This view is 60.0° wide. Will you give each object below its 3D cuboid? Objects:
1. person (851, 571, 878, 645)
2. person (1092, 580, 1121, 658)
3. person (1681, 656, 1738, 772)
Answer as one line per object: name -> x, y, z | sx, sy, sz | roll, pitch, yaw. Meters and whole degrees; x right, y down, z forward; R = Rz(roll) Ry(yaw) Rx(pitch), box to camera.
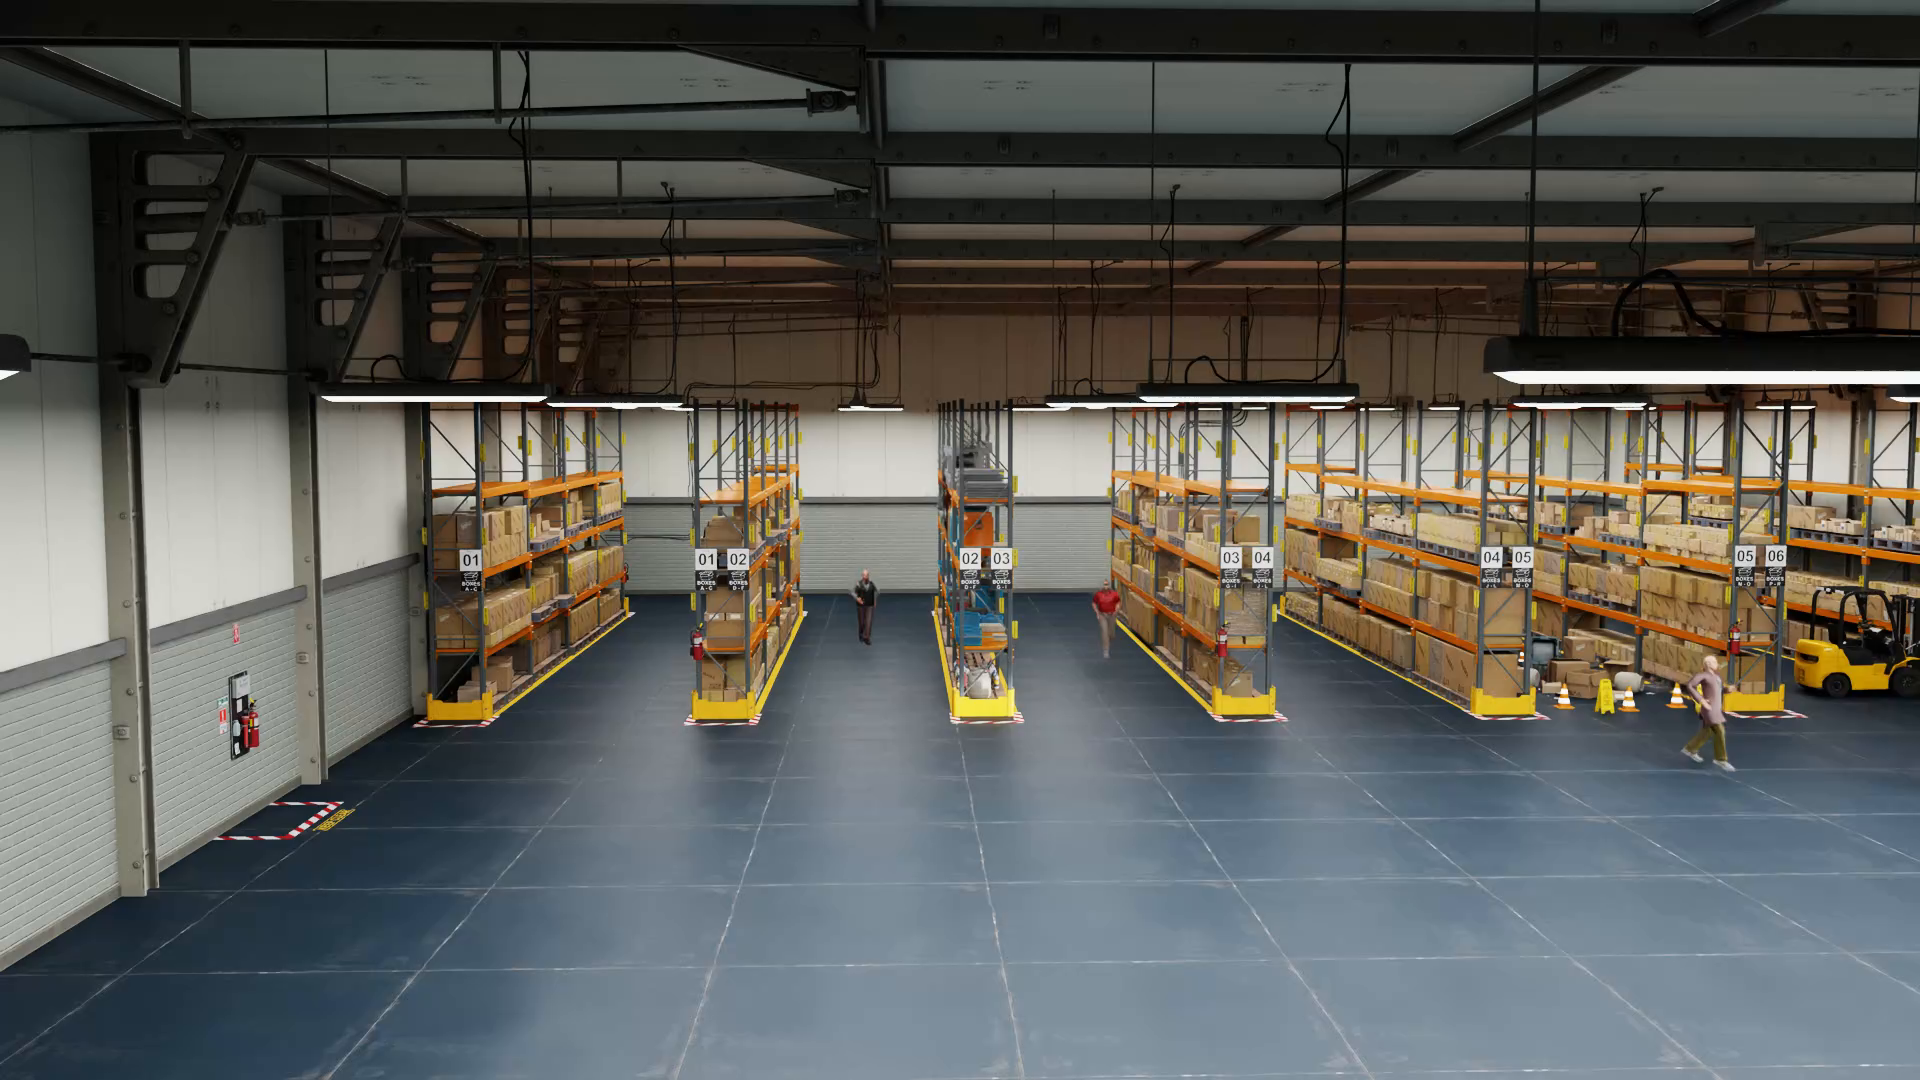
person -> -2.249, 1.596, 39.463 | 0.665, 1.736, 0.759 | -1, 4, -12
person -> 3.295, 1.762, 37.297 | 0.657, 1.731, 0.660 | 0, 4, -1
person -> 12.134, 2.778, 26.855 | 0.855, 1.823, 0.693 | 4, 6, 42
